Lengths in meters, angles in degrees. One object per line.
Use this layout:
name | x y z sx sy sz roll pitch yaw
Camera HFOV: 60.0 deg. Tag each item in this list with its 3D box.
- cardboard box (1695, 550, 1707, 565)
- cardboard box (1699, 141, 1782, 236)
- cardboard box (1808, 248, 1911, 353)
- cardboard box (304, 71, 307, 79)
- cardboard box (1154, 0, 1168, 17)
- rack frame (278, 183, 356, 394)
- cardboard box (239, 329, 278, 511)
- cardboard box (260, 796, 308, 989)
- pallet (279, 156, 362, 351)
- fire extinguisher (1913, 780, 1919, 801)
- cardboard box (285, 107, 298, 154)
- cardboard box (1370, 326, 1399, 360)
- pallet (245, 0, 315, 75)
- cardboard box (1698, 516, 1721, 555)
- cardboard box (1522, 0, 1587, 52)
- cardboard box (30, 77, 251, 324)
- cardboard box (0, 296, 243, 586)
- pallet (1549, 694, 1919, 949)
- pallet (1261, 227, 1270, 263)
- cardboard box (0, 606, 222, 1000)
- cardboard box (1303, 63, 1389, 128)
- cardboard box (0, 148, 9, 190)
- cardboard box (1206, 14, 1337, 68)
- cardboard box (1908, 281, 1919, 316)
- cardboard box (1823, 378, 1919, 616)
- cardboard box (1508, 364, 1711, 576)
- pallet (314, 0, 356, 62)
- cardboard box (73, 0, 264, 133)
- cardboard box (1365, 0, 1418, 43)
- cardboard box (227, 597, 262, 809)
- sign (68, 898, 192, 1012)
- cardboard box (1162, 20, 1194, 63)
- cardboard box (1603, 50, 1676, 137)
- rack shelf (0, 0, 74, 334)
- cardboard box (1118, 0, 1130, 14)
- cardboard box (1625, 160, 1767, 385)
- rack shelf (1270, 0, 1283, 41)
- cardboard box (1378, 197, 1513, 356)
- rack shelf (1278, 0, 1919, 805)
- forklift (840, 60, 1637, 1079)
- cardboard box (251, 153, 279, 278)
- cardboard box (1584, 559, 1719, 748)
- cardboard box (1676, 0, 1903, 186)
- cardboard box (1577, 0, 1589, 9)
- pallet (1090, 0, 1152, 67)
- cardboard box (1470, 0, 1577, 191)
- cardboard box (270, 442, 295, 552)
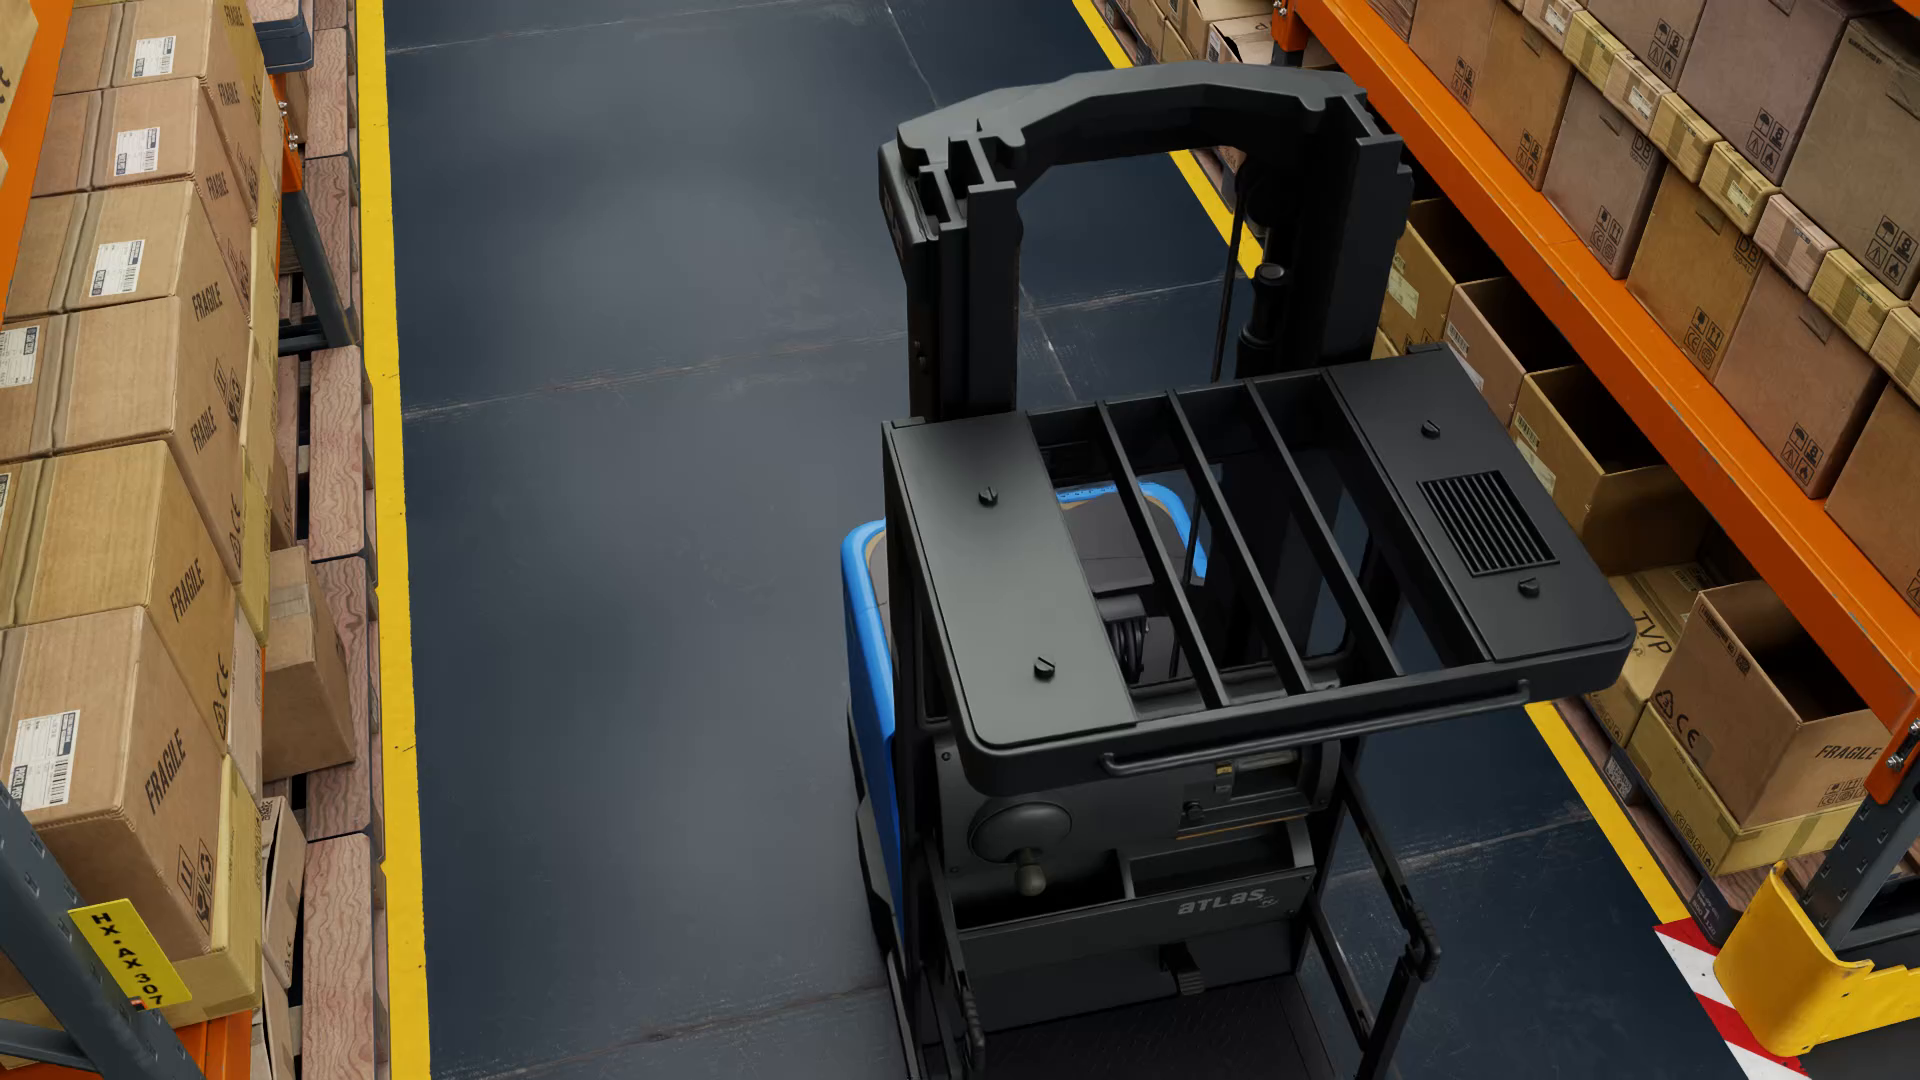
cardboard box | 2.664 -0.077 5.857 0.500 0.250 0.500 -11 47 -10
cardboard box | 2.299 -0.995 4.601 0.380 0.149 0.250 -9 46 -9
cardboard box | 2.429 -0.640 4.253 0.380 0.149 0.250 -11 47 -11
cardboard box | -3.582 -2.484 8.026 0.700 0.500 0.500 -11 47 -11
cardboard box | 1.176 -2.865 8.196 0.500 0.311 0.500 -11 47 -10
rack frame | -2.967 -1.645 5.762 1.000 3.000 0.127 -11 47 -10
cardboard box | -2.159 -0.291 4.526 0.500 0.250 0.500 -10 46 -10
cardboard box | -2.179 1.016 4.729 0.500 0.311 0.500 -7 46 -7
pallet | -3.167 -1.206 7.285 1.003 0.211 1.213 -11 47 -10
fire extinguisher | 2.426 0.402 3.810 0.296 0.674 0.183 -11 47 -10
cardboard box | -3.352 -1.777 7.333 0.700 0.500 0.500 -12 47 -11
cardboard box | 1.893 -0.670 6.438 0.500 0.250 0.500 -11 47 -10
pallet | -3.022 -2.132 6.374 1.003 0.211 1.213 -11 47 -10
cardboard box | 2.653 -0.338 5.587 0.500 0.500 0.500 -11 47 -10
cardboard box | 2.036 -1.706 5.297 0.380 0.149 0.250 -12 47 -11
cardboard box | -2.295 -0.899 4.597 0.500 0.500 0.500 -12 47 -11
cardboard box | -2.017 -0.186 3.898 0.500 0.500 0.500 -12 47 -12
pallet | 2.609 0.664 5.452 1.003 0.211 1.213 -11 47 -10
pallet | 1.984 -1.021 7.103 1.003 0.211 1.213 -11 47 -10
cardboard box | -1.774 0.515 3.211 0.500 0.500 0.500 -11 47 -10
cardboard box | 1.637 -1.623 6.847 0.500 0.500 0.500 -11 47 -10
cardboard box | -1.890 -0.629 2.582 0.500 0.500 0.500 -8 46 -8
cardboard box | 1.440 -2.162 7.507 0.500 0.311 0.500 -11 47 -10
cardboard box | 2.724 -0.642 3.801 0.700 0.500 0.500 -11 47 -10
cardboard box | 2.738 -0.152 4.228 0.700 0.500 0.500 -11 47 -10
cardboard box | 2.150 -0.243 5.494 0.500 0.500 0.500 -11 47 -10
pallet | -3.792 -2.891 8.935 1.003 0.211 1.213 -11 47 -10
cardboard box | -2.547 -1.592 5.276 0.500 0.500 0.500 -11 47 -10
cardboard box | 1.941 -2.283 6.317 0.700 0.500 0.500 -12 47 -11
cardboard box | -1.907 0.411 3.838 0.500 0.250 0.500 -12 47 -12
sign | -1.418 0.714 2.844 0.100 0.325 0.005 -11 47 -10
cardboard box | 1.307 -2.321 8.056 0.500 0.250 0.500 -11 47 -11
cardboard box | 2.164 -1.353 4.952 0.380 0.149 0.250 -11 47 -11
rack shelf | -2.455 -1.063 3.595 1.077 0.370 4.000 -11 47 -10
cardboard box | 1.047 -3.026 8.746 0.500 0.250 0.500 -10 46 -10
cardboard box | 2.477 -0.857 4.920 0.700 0.500 0.500 -10 46 -10
rack shelf | 1.309 -3.683 8.262 1.077 0.370 4.000 -11 47 -10
cardboard box | 1.893 -0.933 6.170 0.500 0.500 0.500 -11 47 -10
rack shelf | 2.333 -0.921 5.556 1.077 0.370 4.000 -11 47 -10
forklift | 0.453 0.639 3.572 1.130 2.935 3.031 -9 46 -9
cardboard box | -2.433 -0.983 5.204 0.500 0.250 0.500 -11 47 -10
cardboard box | 2.283 0.364 5.424 0.500 0.250 0.500 -11 47 -10
cardboard box | 2.455 -1.352 4.497 0.700 0.500 0.500 -11 47 -10
cardboard box | 2.199 -2.043 5.174 0.700 0.500 0.500 -11 47 -10
pallet | 1.279 -2.923 8.967 1.003 0.211 1.213 -11 47 -10
cardboard box | 2.207 -1.573 5.622 0.700 0.500 0.500 -10 46 -10
cardboard box | -2.662 -0.215 5.803 0.500 0.500 0.500 -14 47 -13
